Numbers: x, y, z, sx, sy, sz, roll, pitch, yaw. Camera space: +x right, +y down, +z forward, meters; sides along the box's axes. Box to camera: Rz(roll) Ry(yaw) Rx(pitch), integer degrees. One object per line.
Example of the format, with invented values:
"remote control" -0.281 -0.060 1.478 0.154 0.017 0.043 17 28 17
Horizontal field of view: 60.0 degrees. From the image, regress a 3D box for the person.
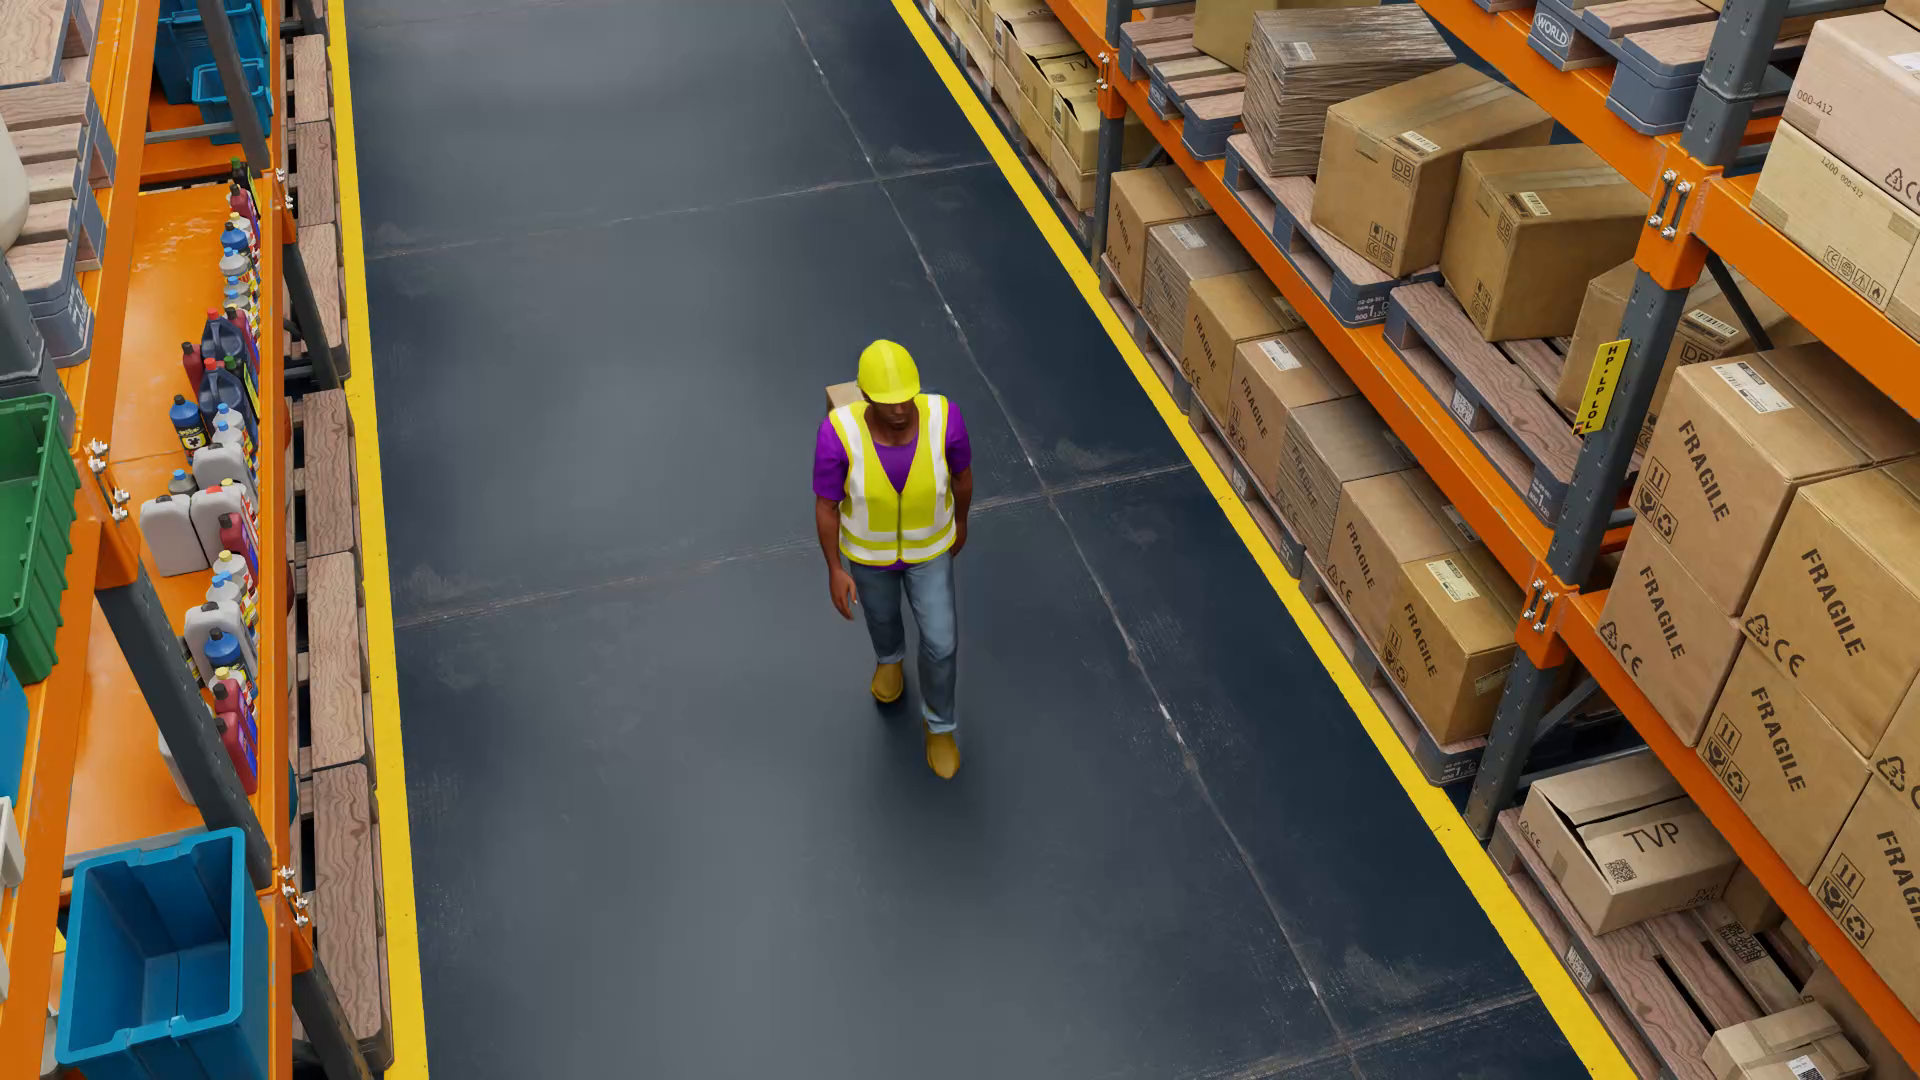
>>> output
"person" -0.229 0.076 6.101 0.583 1.779 0.692 -4 42 -5
